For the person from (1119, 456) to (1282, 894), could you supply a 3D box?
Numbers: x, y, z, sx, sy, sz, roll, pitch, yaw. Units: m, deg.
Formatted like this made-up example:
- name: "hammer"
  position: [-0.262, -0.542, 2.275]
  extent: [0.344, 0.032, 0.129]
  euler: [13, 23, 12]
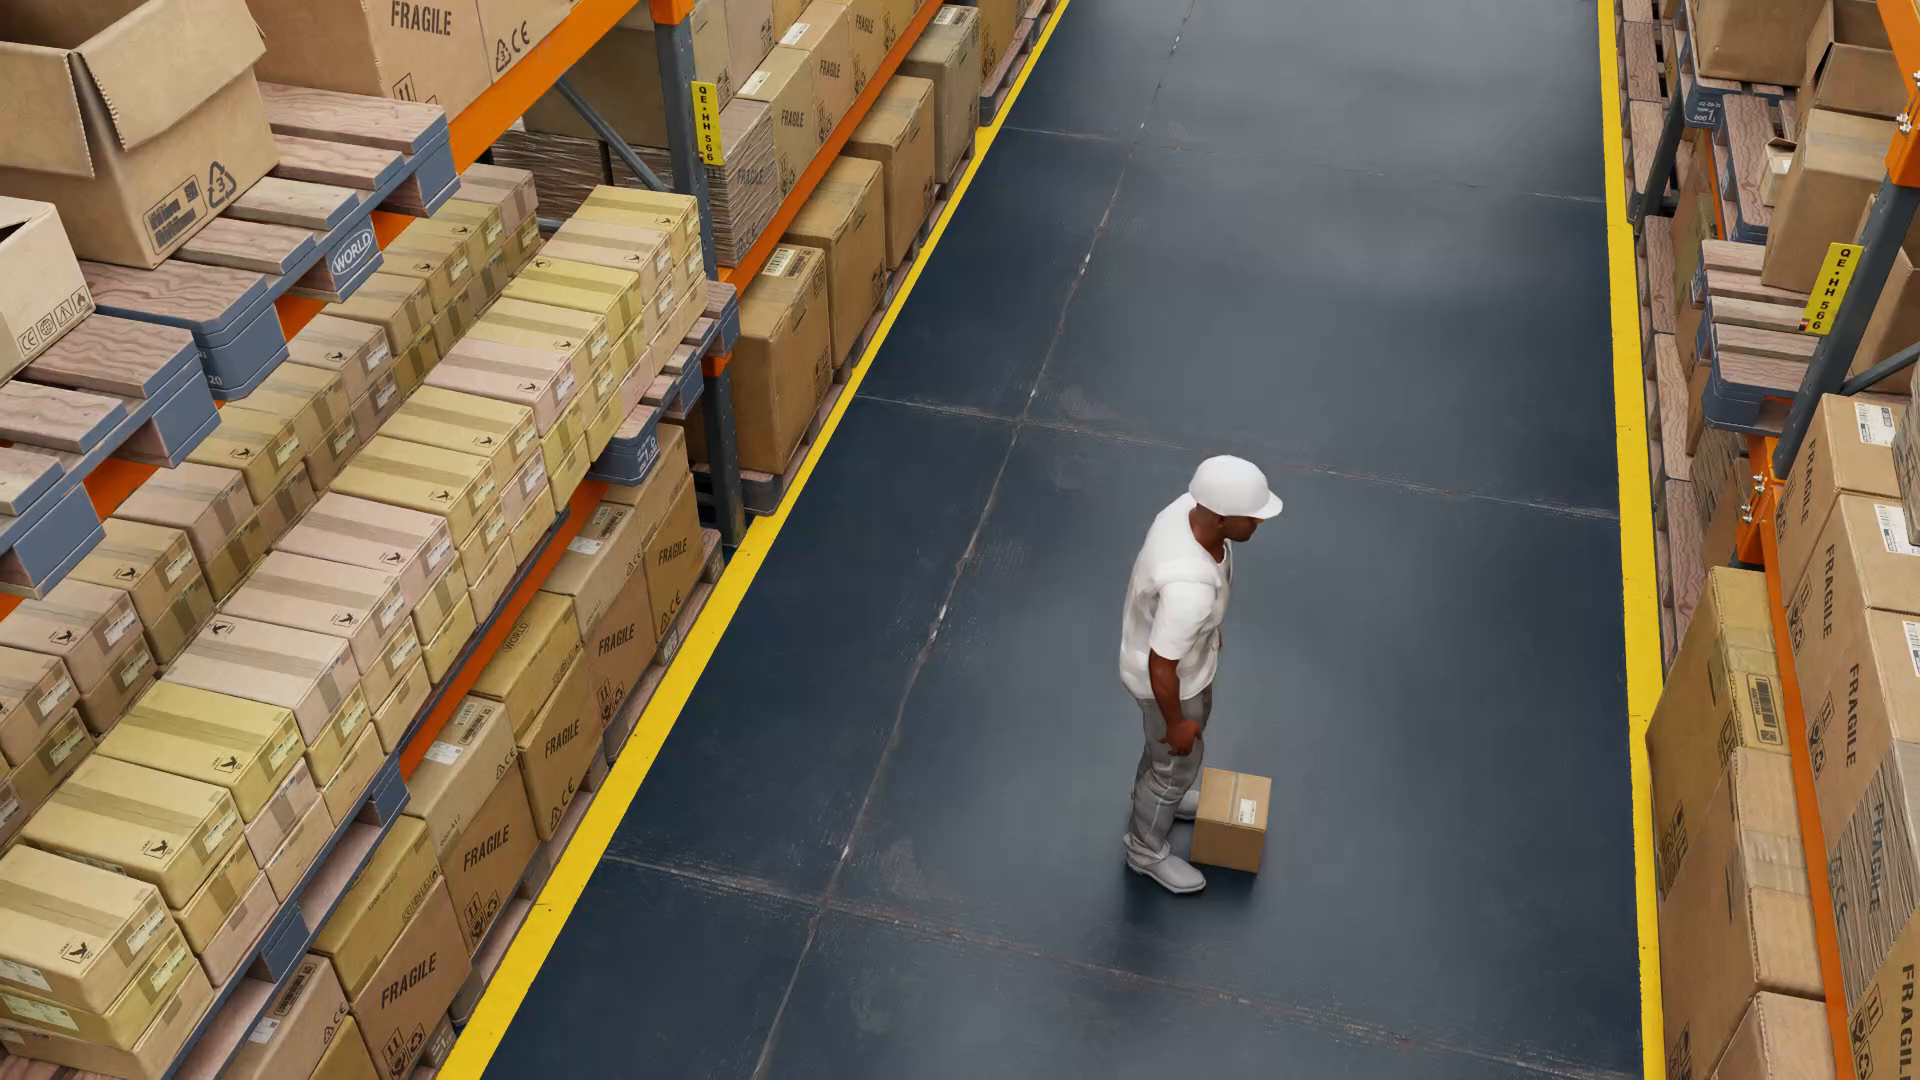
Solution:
- name: "person"
  position: [0.768, 0.431, 5.644]
  extent: [0.457, 1.761, 0.620]
  euler: [10, 42, 12]
